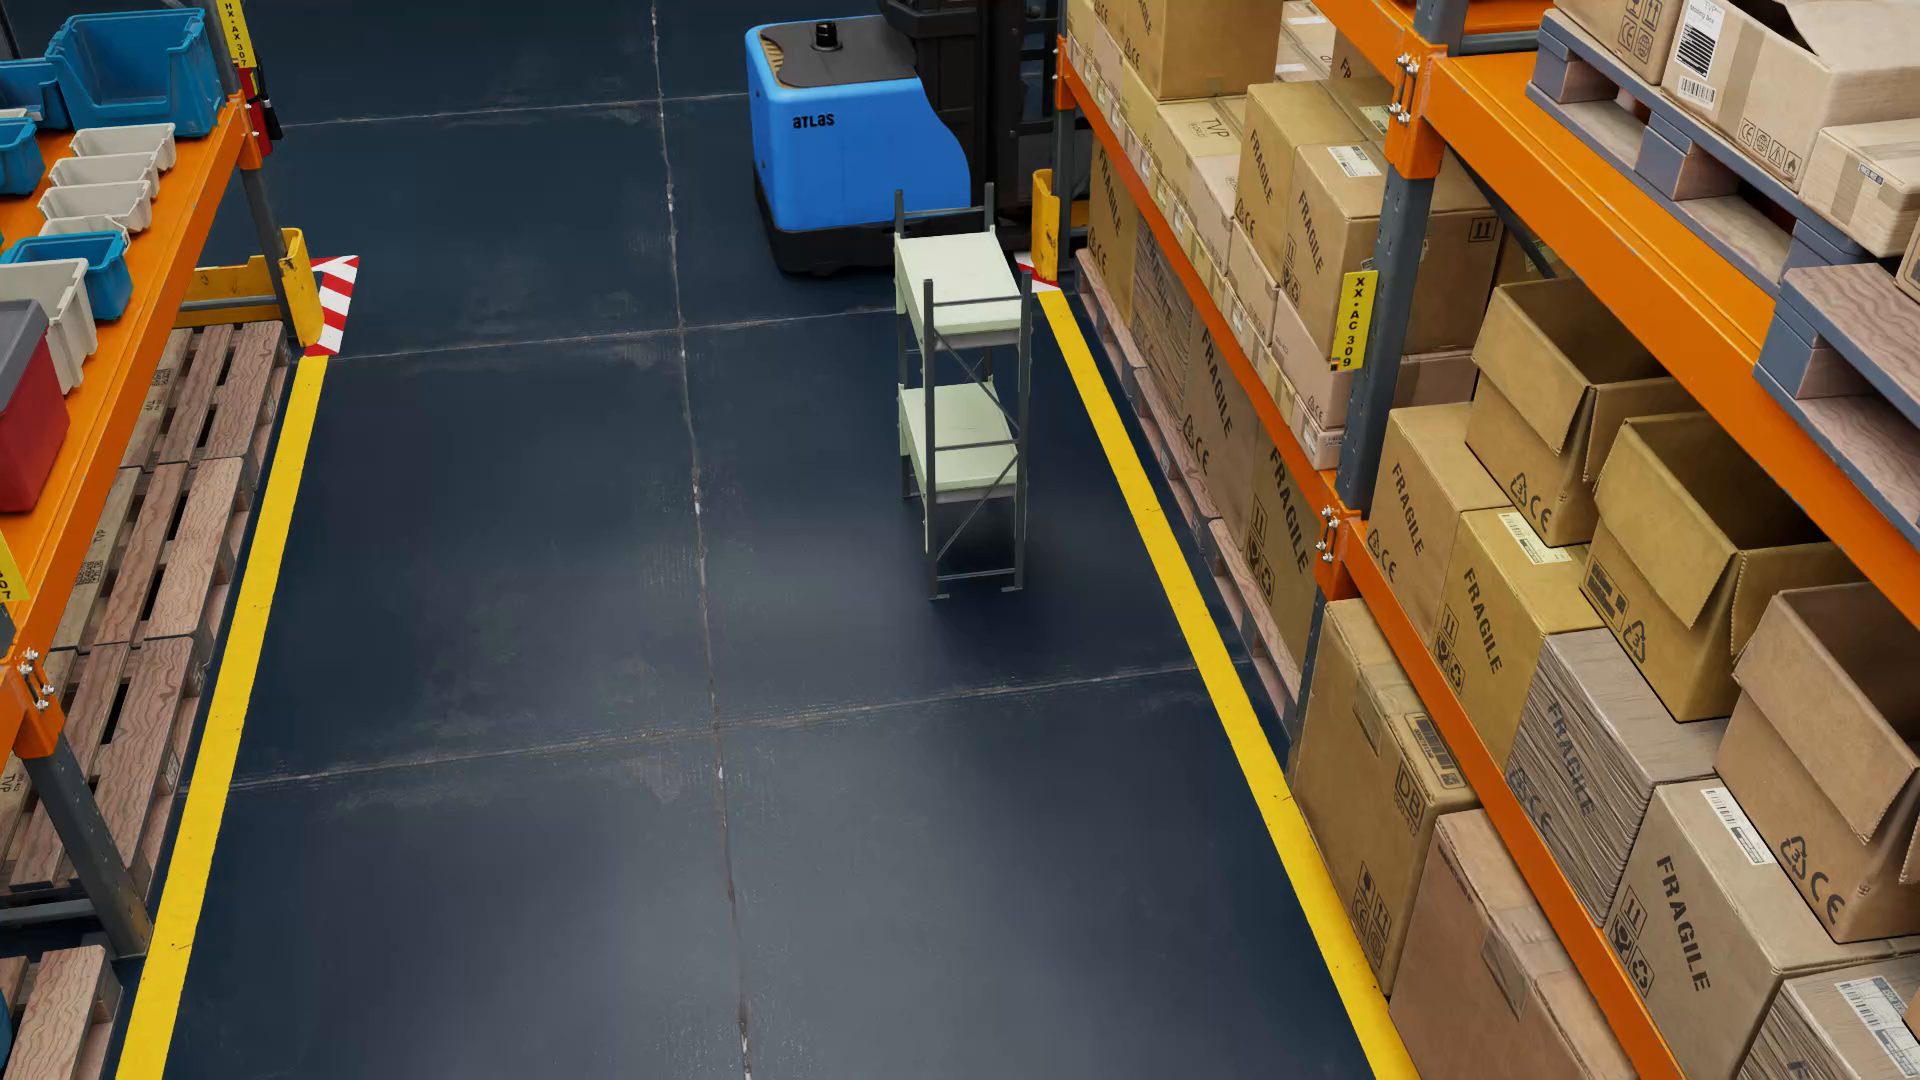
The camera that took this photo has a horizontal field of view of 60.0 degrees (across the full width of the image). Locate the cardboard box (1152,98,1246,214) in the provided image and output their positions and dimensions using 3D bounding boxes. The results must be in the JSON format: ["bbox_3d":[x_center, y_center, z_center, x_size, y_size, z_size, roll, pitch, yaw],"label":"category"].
[{"bbox_3d":[1.091,-1.549,6.678,0.500,0.250,0.500,-7,38,-9],"label":"cardboard box"}]

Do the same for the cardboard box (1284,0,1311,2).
[{"bbox_3d":[1.340,-2.535,7.948,0.500,0.250,0.500,-7,38,-9],"label":"cardboard box"}]

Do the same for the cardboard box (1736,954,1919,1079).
[{"bbox_3d":[1.890,1.165,3.224,0.500,0.500,0.500,-7,38,-9],"label":"cardboard box"}]

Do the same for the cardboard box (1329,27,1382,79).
[{"bbox_3d":[1.688,-1.608,6.144,0.500,0.500,0.500,-7,38,-9],"label":"cardboard box"}]

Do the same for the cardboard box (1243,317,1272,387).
[{"bbox_3d":[1.229,-0.685,5.892,0.380,0.149,0.250,-7,38,-9],"label":"cardboard box"}]

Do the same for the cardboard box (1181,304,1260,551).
[{"bbox_3d":[1.500,-0.603,6.970,0.875,0.875,0.875,-6,38,-8],"label":"cardboard box"}]

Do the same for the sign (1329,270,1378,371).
[{"bbox_3d":[1.149,-0.638,4.856,0.100,0.325,0.005,-6,38,-8],"label":"sign"}]

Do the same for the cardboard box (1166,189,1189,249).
[{"bbox_3d":[1.050,-1.305,6.689,0.380,0.149,0.250,-6,38,-7],"label":"cardboard box"}]

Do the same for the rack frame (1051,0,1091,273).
[{"bbox_3d":[0.994,-2.741,8.333,1.000,3.000,0.127,-6,38,-8],"label":"rack frame"}]

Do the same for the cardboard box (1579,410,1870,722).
[{"bbox_3d":[1.924,0.040,3.854,0.797,0.503,0.637,-6,38,-7],"label":"cardboard box"}]

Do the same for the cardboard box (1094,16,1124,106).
[{"bbox_3d":[0.910,-2.167,7.474,0.500,0.250,0.500,-7,38,-9],"label":"cardboard box"}]

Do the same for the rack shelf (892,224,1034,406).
[{"bbox_3d":[0.001,-0.896,6.545,0.431,0.370,0.720,-6,38,-8],"label":"rack shelf"}]

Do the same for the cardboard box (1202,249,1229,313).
[{"bbox_3d":[1.138,-0.996,6.292,0.380,0.149,0.250,-6,38,-7],"label":"cardboard box"}]

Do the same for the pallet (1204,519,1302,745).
[{"bbox_3d":[1.639,0.308,6.681,1.003,0.211,1.213,-6,38,-8],"label":"pallet"}]

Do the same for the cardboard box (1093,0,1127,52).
[{"bbox_3d":[0.900,-2.474,7.259,0.500,0.500,0.500,-7,38,-9],"label":"cardboard box"}]

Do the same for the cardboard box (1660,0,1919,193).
[{"bbox_3d":[1.799,-0.968,3.336,0.500,0.311,0.500,-7,38,-10],"label":"cardboard box"}]

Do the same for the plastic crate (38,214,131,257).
[{"bbox_3d":[-3.382,-1.136,6.433,0.298,0.136,0.250,-6,38,-8],"label":"plastic crate"}]

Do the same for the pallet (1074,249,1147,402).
[{"bbox_3d":[1.211,-1.165,8.578,1.003,0.211,1.213,-6,38,-8],"label":"pallet"}]

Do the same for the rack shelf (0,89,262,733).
[{"bbox_3d":[-3.532,-0.716,6.313,1.077,0.370,4.000,-6,38,-8],"label":"rack shelf"}]

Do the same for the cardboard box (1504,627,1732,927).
[{"bbox_3d":[1.706,0.546,4.021,0.500,0.500,0.500,-7,38,-9],"label":"cardboard box"}]

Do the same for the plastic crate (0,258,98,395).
[{"bbox_3d":[-3.268,-0.711,5.768,0.437,0.282,0.530,-6,38,-8],"label":"plastic crate"}]

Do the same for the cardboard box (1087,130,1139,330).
[{"bbox_3d":[1.185,-1.690,8.370,0.875,0.875,0.875,-6,38,-8],"label":"cardboard box"}]

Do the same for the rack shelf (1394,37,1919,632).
[{"bbox_3d":[2.046,-0.018,2.969,1.077,0.370,4.000,-6,38,-8],"label":"rack shelf"}]

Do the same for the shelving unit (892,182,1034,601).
[{"bbox_3d":[0.001,-0.588,6.785,0.431,1.500,0.755,-6,38,-8],"label":"shelving unit"}]

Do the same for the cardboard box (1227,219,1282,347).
[{"bbox_3d":[1.266,-0.934,5.887,0.500,0.250,0.500,-5,38,-7],"label":"cardboard box"}]

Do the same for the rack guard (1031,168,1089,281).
[{"bbox_3d":[0.990,-1.768,9.119,1.175,0.500,0.348,-6,38,-8],"label":"rack guard"}]

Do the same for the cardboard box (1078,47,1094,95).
[{"bbox_3d":[0.778,-2.237,7.889,0.380,0.149,0.250,-7,38,-9],"label":"cardboard box"}]

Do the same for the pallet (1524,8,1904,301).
[{"bbox_3d":[1.904,-0.886,3.656,0.805,0.209,1.217,-8,39,-10],"label":"pallet"}]

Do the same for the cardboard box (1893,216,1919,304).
[{"bbox_3d":[2.017,-0.532,2.618,0.797,0.503,0.637,-7,38,-9],"label":"cardboard box"}]

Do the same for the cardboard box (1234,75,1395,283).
[{"bbox_3d":[1.267,-1.231,5.659,0.500,0.500,0.500,-6,38,-7],"label":"cardboard box"}]

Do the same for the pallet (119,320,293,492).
[{"bbox_3d":[-3.776,-0.605,7.857,1.003,0.211,1.213,-6,38,-8],"label":"pallet"}]

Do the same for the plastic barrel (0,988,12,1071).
[{"bbox_3d":[-3.103,1.201,4.627,0.600,0.901,0.708,-6,38,-8],"label":"plastic barrel"}]

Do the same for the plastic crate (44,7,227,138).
[{"bbox_3d":[-3.640,-2.064,7.384,0.616,0.435,0.499,-6,38,-8],"label":"plastic crate"}]

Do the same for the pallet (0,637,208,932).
[{"bbox_3d":[-3.348,0.869,5.960,1.003,0.211,1.213,-6,38,-8],"label":"pallet"}]

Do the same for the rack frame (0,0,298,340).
[{"bbox_3d":[-3.882,-2.208,7.648,1.000,3.000,0.127,-6,38,-8],"label":"rack frame"}]

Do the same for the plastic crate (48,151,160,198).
[{"bbox_3d":[-3.525,-1.478,6.874,0.396,0.136,0.243,-6,38,-8],"label":"plastic crate"}]

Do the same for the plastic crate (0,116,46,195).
[{"bbox_3d":[-4.048,-1.584,6.931,0.416,0.233,0.300,-6,38,-8],"label":"plastic crate"}]

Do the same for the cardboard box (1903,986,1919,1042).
[{"bbox_3d":[2.173,0.818,2.853,0.797,0.503,0.637,-5,38,-7],"label":"cardboard box"}]

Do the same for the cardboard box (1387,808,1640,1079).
[{"bbox_3d":[1.984,1.272,4.557,1.225,0.875,0.875,-7,38,-10],"label":"cardboard box"}]

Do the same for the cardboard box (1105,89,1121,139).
[{"bbox_3d":[0.870,-1.925,7.488,0.380,0.149,0.250,-7,38,-9],"label":"cardboard box"}]

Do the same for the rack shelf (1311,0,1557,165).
[{"bbox_3d":[1.344,-2.434,6.079,1.077,0.370,4.000,-6,38,-8],"label":"rack shelf"}]

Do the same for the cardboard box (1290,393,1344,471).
[{"bbox_3d":[1.319,-0.375,5.492,0.380,0.149,0.250,-6,38,-8],"label":"cardboard box"}]

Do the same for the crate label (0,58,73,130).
[{"bbox_3d":[-4.163,-1.981,7.443,0.416,0.233,0.303,-6,38,-8],"label":"crate label"}]

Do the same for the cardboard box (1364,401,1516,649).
[{"bbox_3d":[1.530,-0.060,4.801,0.500,0.500,0.500,-6,38,-8],"label":"cardboard box"}]

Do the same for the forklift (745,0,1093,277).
[{"bbox_3d":[0.379,-3.066,8.808,3.031,2.935,1.130,-8,39,-11],"label":"forklift"}]

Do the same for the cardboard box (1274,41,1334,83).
[{"bbox_3d":[1.518,-1.921,7.158,0.500,0.250,0.500,-7,38,-9],"label":"cardboard box"}]

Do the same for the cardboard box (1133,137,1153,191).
[{"bbox_3d":[0.959,-1.616,7.089,0.380,0.149,0.250,-7,38,-8],"label":"cardboard box"}]

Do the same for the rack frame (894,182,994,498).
[{"bbox_3d":[-0.063,-0.809,7.069,0.400,1.500,0.023,-6,38,-8],"label":"rack frame"}]
